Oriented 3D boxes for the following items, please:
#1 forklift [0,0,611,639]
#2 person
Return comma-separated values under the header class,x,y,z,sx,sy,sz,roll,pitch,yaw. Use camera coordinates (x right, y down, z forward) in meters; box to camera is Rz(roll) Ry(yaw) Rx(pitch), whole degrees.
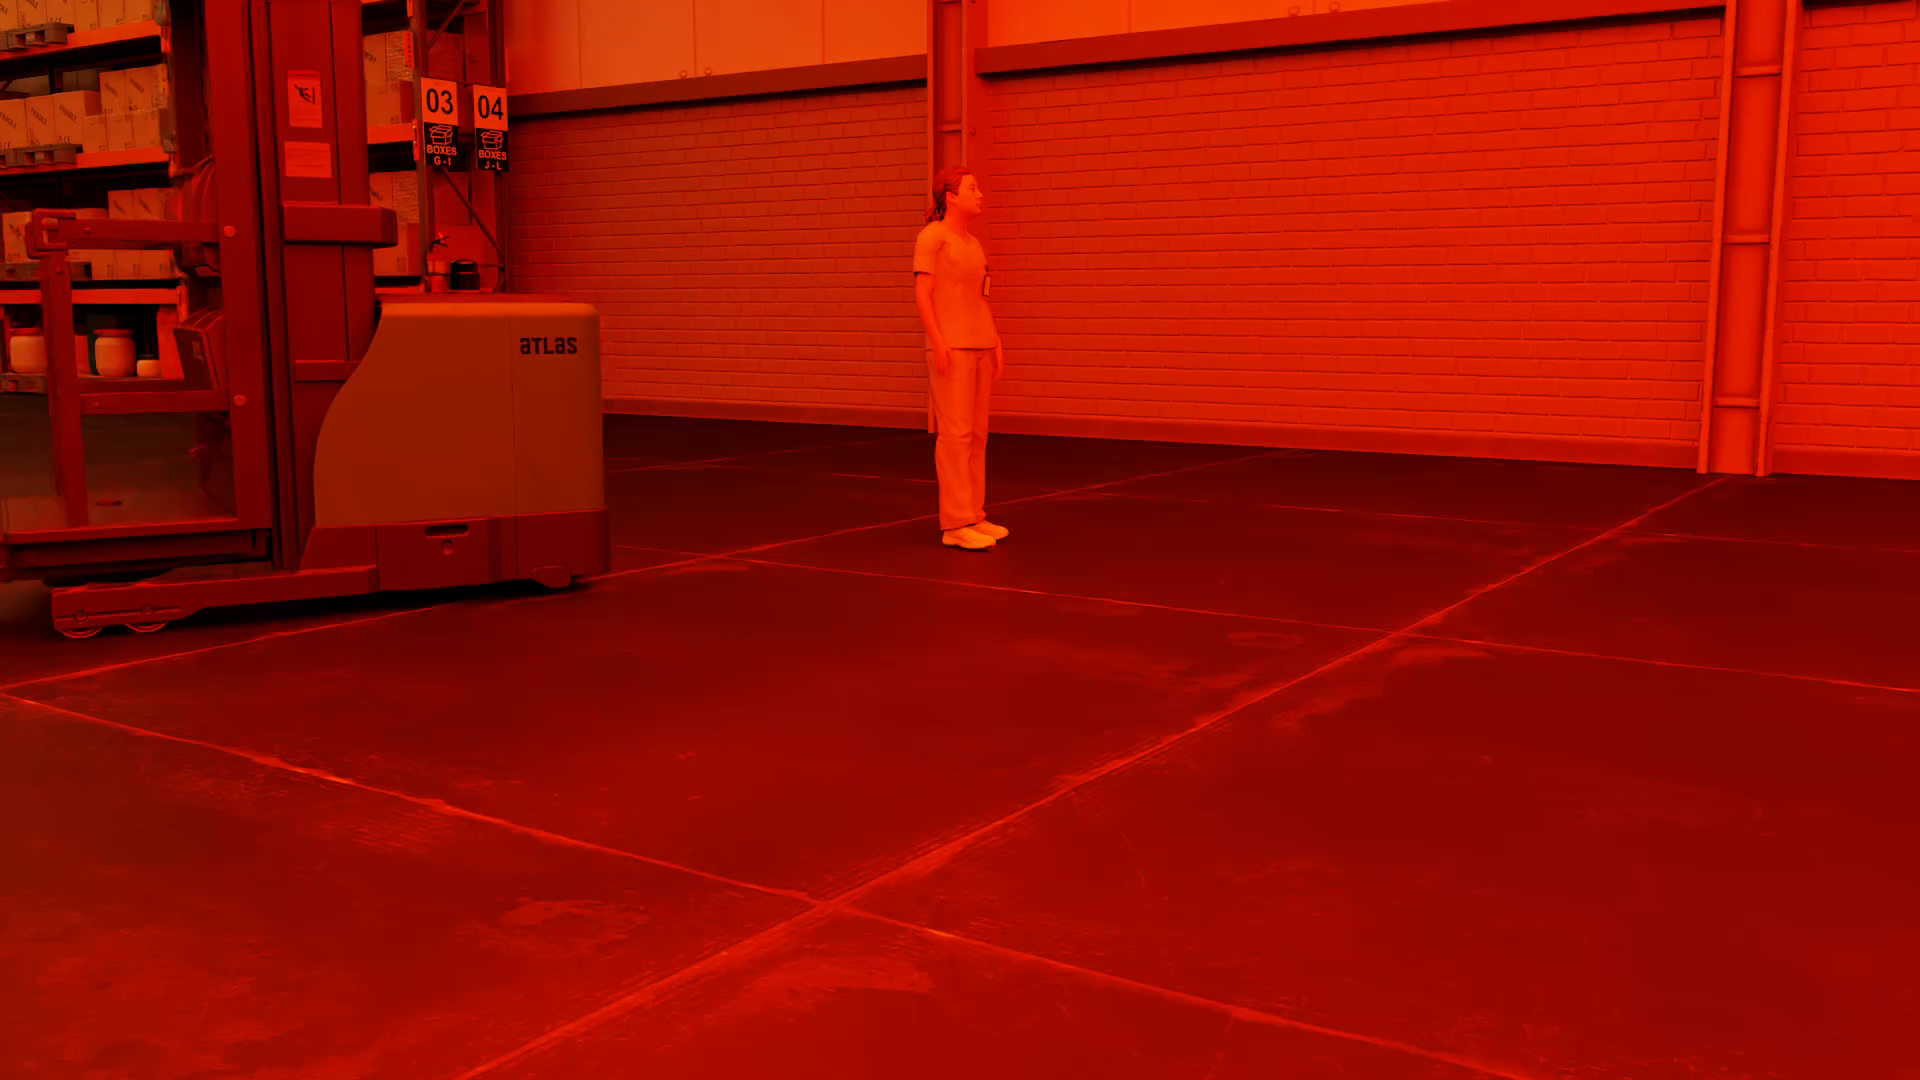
class,x,y,z,sx,sy,sz,roll,pitch,yaw
forklift,-2.857,-1.217,5.750,3.031,2.935,1.130,-5,9,-30
person,0.054,-0.829,7.432,0.548,1.672,0.549,5,10,34
